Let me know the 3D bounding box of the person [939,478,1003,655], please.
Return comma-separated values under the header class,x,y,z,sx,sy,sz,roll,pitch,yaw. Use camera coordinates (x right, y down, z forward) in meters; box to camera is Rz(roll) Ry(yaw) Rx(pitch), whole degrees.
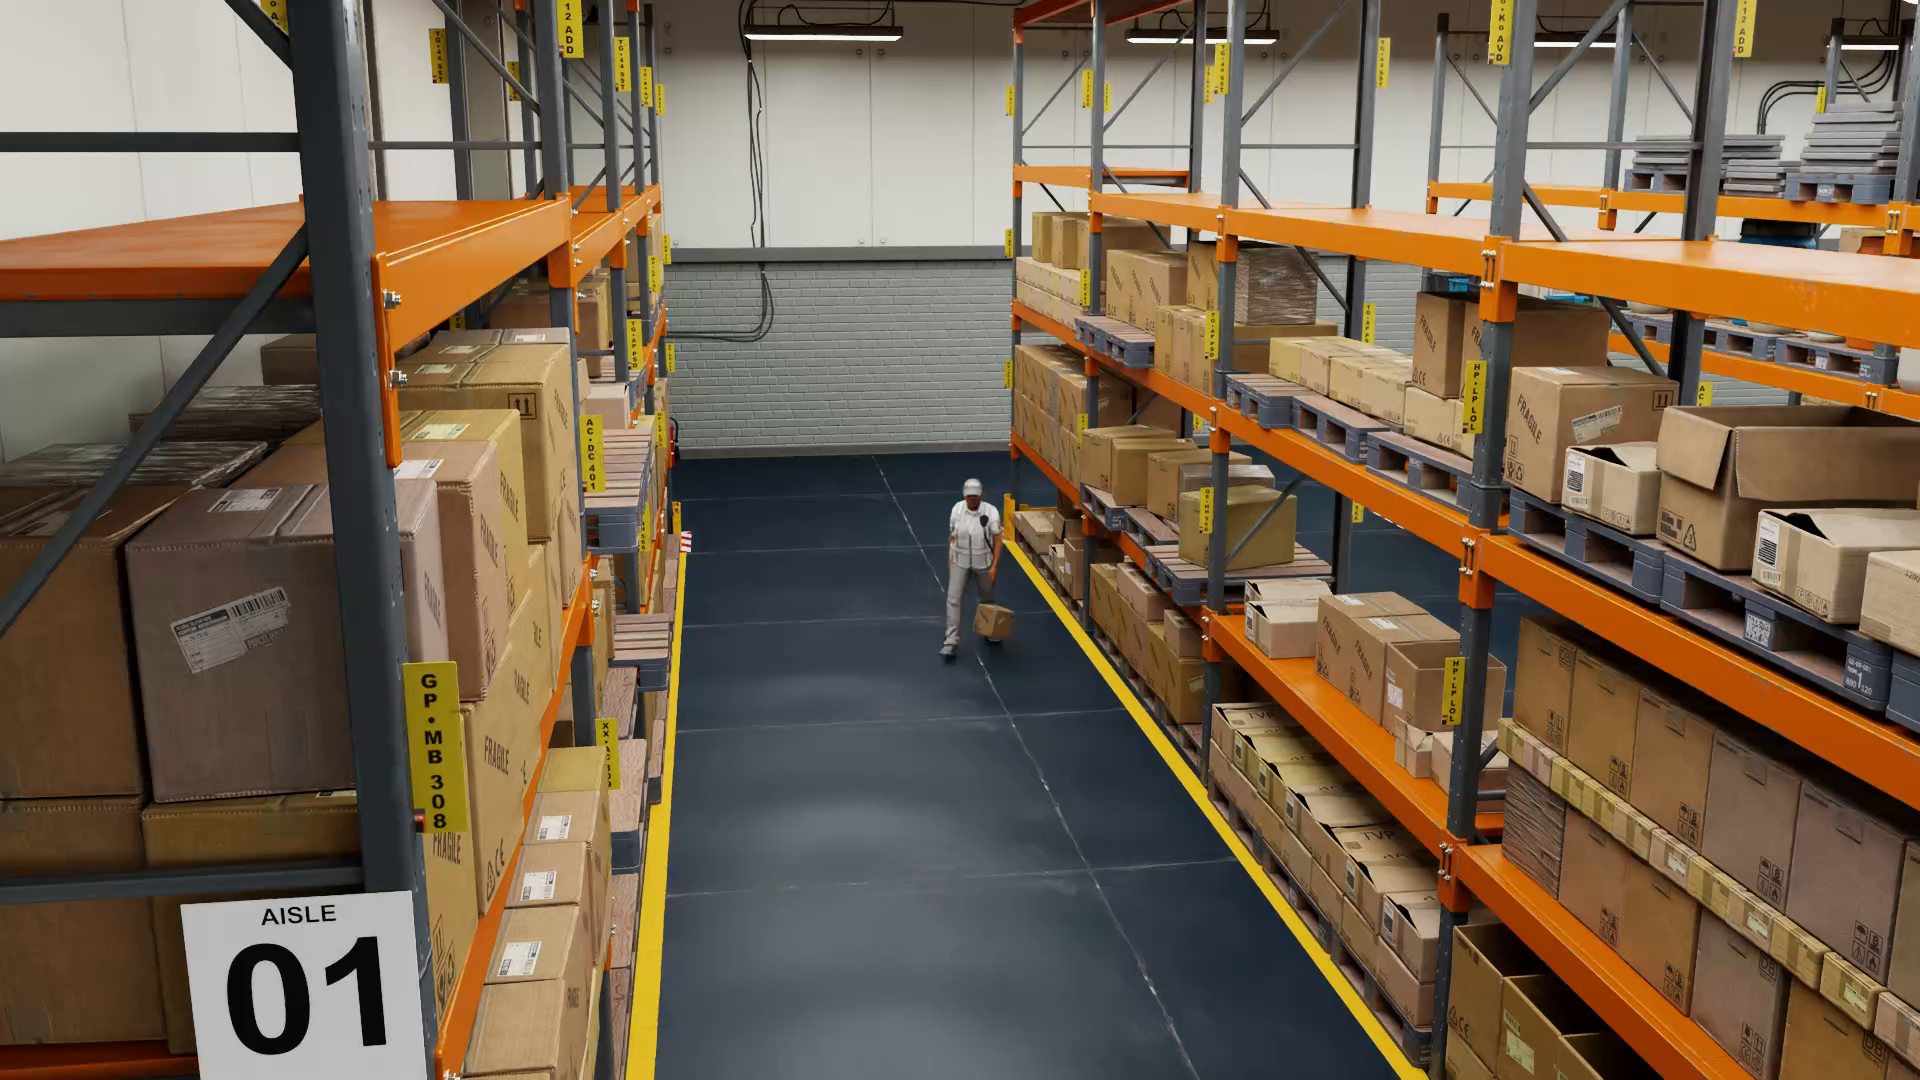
class,x,y,z,sx,sy,sz,roll,pitch,yaw
person,0.124,0.218,15.109,0.526,1.612,0.920,2,13,8
